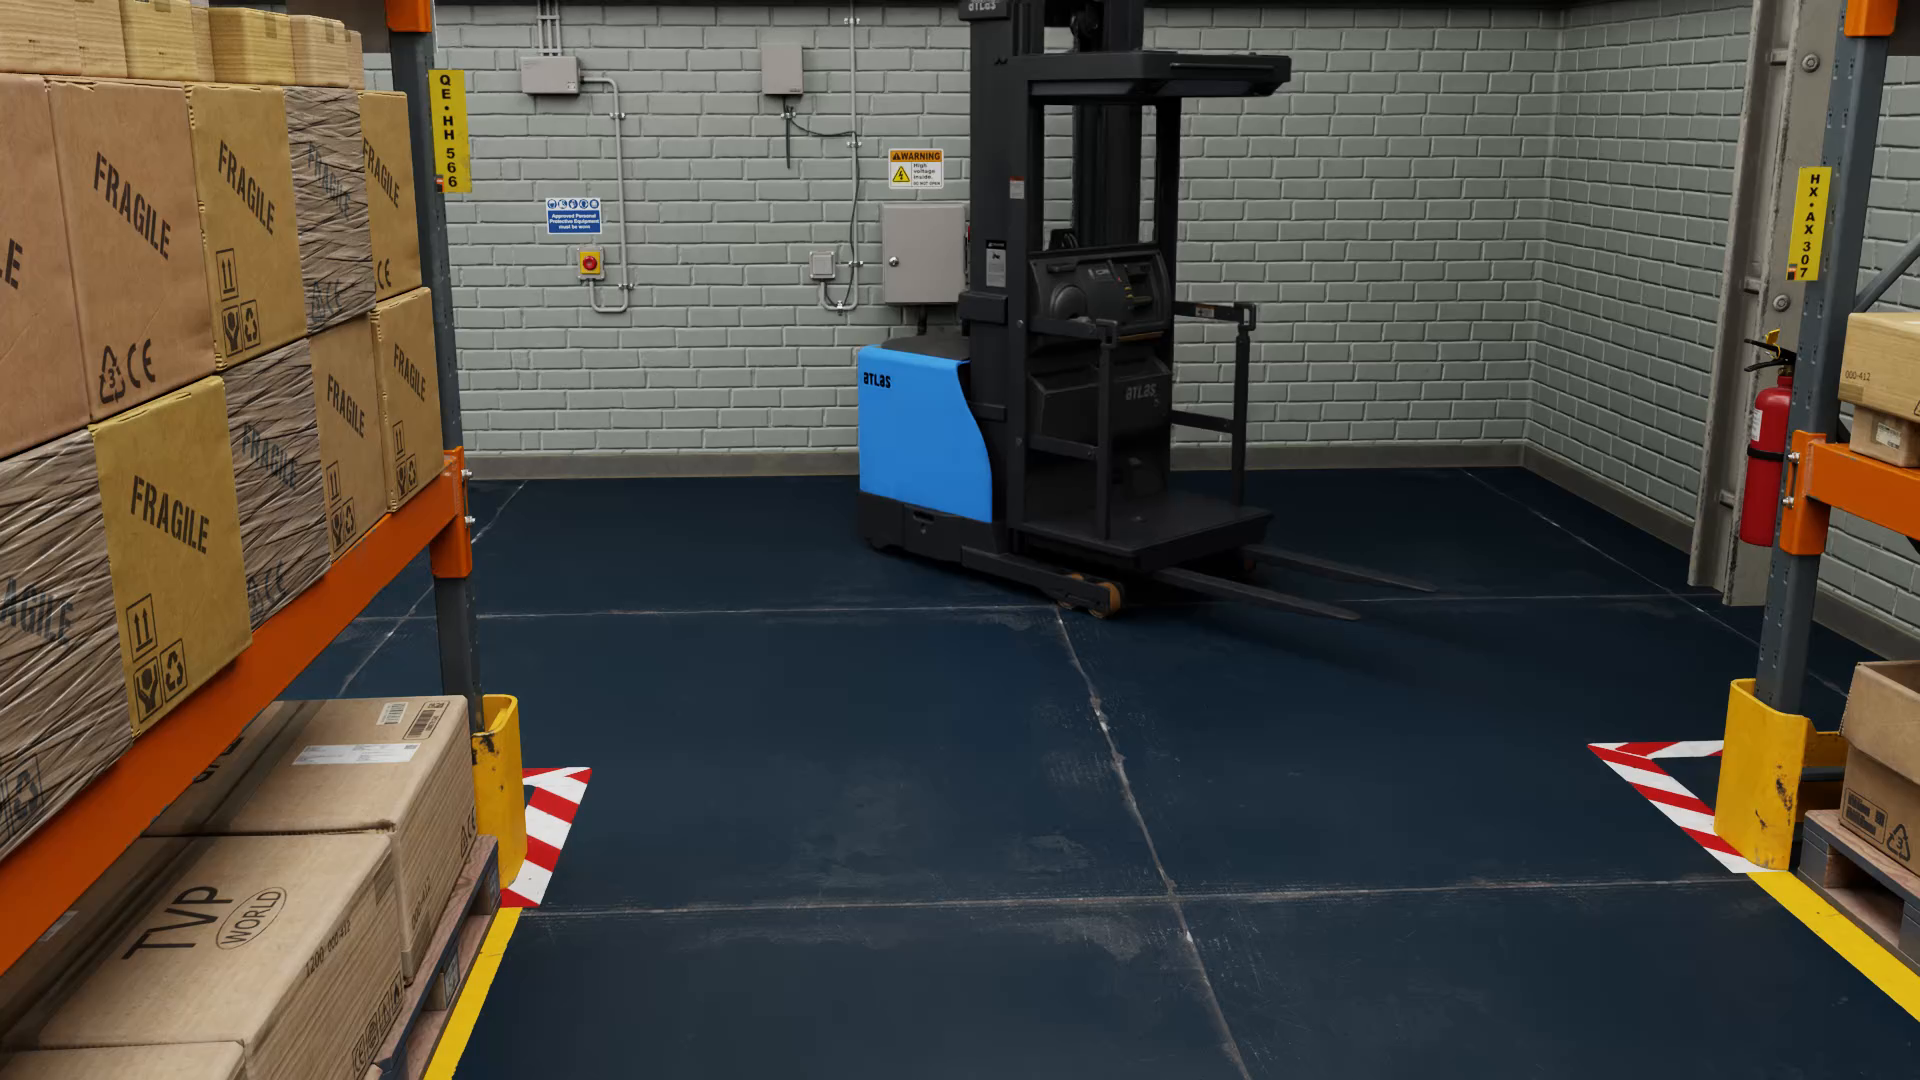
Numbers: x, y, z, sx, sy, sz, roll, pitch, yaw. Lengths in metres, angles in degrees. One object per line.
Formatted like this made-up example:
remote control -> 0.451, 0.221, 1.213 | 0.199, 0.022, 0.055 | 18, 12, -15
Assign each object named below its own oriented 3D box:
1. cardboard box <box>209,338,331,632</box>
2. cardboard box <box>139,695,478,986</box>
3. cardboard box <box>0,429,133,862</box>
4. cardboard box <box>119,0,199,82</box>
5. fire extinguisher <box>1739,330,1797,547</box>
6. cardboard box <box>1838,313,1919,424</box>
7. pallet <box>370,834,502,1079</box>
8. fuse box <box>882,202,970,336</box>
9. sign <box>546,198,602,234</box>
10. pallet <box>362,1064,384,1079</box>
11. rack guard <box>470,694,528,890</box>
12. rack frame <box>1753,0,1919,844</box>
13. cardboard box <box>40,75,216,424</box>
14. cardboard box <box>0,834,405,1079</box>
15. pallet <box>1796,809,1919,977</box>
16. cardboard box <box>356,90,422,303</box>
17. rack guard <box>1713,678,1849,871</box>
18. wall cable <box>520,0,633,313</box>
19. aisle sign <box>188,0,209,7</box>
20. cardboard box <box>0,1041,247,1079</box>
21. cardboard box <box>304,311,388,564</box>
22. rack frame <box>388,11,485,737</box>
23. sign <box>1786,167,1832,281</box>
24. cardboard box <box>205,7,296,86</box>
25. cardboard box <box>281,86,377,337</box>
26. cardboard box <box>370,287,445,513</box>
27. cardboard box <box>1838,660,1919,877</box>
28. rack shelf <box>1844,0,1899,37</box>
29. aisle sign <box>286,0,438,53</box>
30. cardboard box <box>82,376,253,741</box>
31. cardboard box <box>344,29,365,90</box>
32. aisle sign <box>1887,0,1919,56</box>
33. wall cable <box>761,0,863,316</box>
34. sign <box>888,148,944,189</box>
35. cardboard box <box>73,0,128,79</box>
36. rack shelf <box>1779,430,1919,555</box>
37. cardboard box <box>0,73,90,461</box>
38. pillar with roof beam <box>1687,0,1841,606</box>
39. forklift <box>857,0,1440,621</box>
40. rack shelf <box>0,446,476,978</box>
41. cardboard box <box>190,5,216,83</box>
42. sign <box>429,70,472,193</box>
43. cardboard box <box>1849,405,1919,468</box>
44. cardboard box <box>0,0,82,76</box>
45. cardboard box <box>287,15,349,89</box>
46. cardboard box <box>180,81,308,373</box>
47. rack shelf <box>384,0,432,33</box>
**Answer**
cardboard box -> -1.583, -0.112, 3.242 | 0.500, 0.500, 0.500 | 0, 14, -2
cardboard box -> -1.794, 0.768, 4.322 | 0.875, 0.438, 0.875 | -1, 14, -5
cardboard box -> -1.506, 0.144, 2.245 | 0.500, 0.500, 0.500 | -1, 14, -3
cardboard box -> -1.579, -0.877, 2.904 | 0.380, 0.149, 0.250 | -1, 14, -2
fire extinguisher -> 2.549, -0.321, 5.159 | 0.296, 0.674, 0.183 | -1, 14, -3
cardboard box -> 2.779, -0.464, 4.516 | 0.500, 0.250, 0.500 | -1, 14, -3
pallet -> -1.807, 1.116, 4.267 | 1.003, 0.211, 1.213 | -1, 14, -3
fuse box -> -0.202, -1.207, 10.282 | 0.539, 1.711, 0.414 | -1, 14, -3
sign -> -2.359, -1.980, 10.159 | 0.327, 0.218, 0.001 | -1, 14, -3
pallet -> -1.734, 1.418, 3.090 | 1.003, 0.211, 1.213 | -1, 14, -3
rack guard -> -1.936, 0.772, 5.022 | 1.175, 0.500, 0.348 | -1, 14, -3
rack frame -> 3.019, -0.510, 4.989 | 1.000, 3.000, 0.127 | -1, 14, -3
cardboard box -> -1.549, -0.471, 2.631 | 0.500, 0.500, 0.500 | -1, 14, -4
cardboard box -> -1.729, 0.995, 3.438 | 0.875, 0.438, 0.875 | 0, 14, -2
pallet -> 3.074, 1.058, 4.492 | 1.003, 0.211, 1.213 | -1, 14, -3
cardboard box -> -1.667, -0.849, 4.099 | 0.500, 0.500, 0.500 | 0, 14, -2
rack guard -> 3.024, 0.719, 5.227 | 1.175, 0.500, 0.348 | -1, 14, -3
wall cable -> -2.307, -2.342, 10.006 | 0.585, 1.953, 0.123 | -1, 14, -3
aisle sign -> -2.228, -1.705, 4.416 | 0.394, 0.787, 0.004 | -1, 14, -3
cardboard box -> -1.675, 1.219, 2.566 | 0.875, 0.438, 0.875 | -1, 14, -5
cardboard box -> -1.624, -0.240, 3.738 | 0.500, 0.500, 0.500 | -1, 14, -5
rack frame -> -1.935, -0.432, 4.687 | 1.000, 3.000, 0.127 | -1, 14, -3
sign -> 2.478, -0.921, 4.848 | 0.100, 0.325, 0.005 | -1, 14, -3
cardboard box -> -1.598, -1.004, 3.400 | 0.380, 0.149, 0.250 | -1, 14, -2
cardboard box -> -1.605, -0.719, 3.595 | 0.500, 0.500, 0.500 | -1, 14, -3
cardboard box -> -1.640, -0.365, 4.224 | 0.500, 0.500, 0.500 | -1, 14, -3
cardboard box -> 2.963, 0.649, 4.651 | 0.797, 0.503, 0.637 | -1, 15, -6
rack shelf -> 3.143, -1.117, 2.771 | 1.077, 0.370, 4.000 | -1, 14, -3
aisle sign -> -1.630, -1.714, 4.452 | 0.394, 0.787, 0.004 | -1, 14, -3
cardboard box -> -1.538, 0.016, 2.743 | 0.500, 0.500, 0.500 | 0, 14, -2
cardboard box -> -1.712, -1.193, 4.135 | 0.380, 0.149, 0.250 | -1, 14, -3
aisle sign -> 2.722, -1.781, 4.713 | 0.394, 0.787, 0.004 | -1, 14, -3
wall cable -> -0.892, -2.351, 10.106 | 0.588, 1.984, 0.122 | -1, 14, -3
sign -> -0.270, -2.281, 10.215 | 0.339, 0.242, 0.001 | -1, 14, -3
cardboard box -> -1.581, -0.811, 2.650 | 0.380, 0.149, 0.250 | 0, 14, -2
rack shelf -> 3.143, 0.336, 3.145 | 1.077, 0.370, 4.000 | -1, 14, -3
cardboard box -> -1.520, -0.346, 2.143 | 0.500, 0.500, 0.500 | -1, 14, -2
pillar with roof beam -> -0.545, -4.033, 6.643 | 9.100, 9.000, 0.400 | -1, 14, -3
forklift -> 0.828, -1.205, 7.828 | 1.130, 2.935, 3.031 | -13, 20, -42
rack shelf -> -1.811, 0.413, 2.844 | 1.077, 0.370, 4.000 | -1, 14, -3
cardboard box -> -1.653, -0.938, 3.143 | 0.380, 0.149, 0.250 | -1, 14, -4
sign -> -1.392, -1.113, 4.533 | 0.100, 0.325, 0.005 | -1, 14, -3
cardboard box -> 2.766, -0.302, 4.686 | 0.380, 0.149, 0.250 | -1, 14, -4
cardboard box -> -1.523, -0.746, 2.397 | 0.380, 0.149, 0.250 | -1, 14, -3
cardboard box -> -1.573, -1.067, 3.646 | 0.380, 0.149, 0.250 | -1, 14, -4
cardboard box -> -1.578, -0.596, 3.117 | 0.500, 0.500, 0.500 | -1, 14, -4
rack shelf -> -1.811, -1.039, 2.470 | 1.077, 0.370, 4.000 | -1, 14, -3
